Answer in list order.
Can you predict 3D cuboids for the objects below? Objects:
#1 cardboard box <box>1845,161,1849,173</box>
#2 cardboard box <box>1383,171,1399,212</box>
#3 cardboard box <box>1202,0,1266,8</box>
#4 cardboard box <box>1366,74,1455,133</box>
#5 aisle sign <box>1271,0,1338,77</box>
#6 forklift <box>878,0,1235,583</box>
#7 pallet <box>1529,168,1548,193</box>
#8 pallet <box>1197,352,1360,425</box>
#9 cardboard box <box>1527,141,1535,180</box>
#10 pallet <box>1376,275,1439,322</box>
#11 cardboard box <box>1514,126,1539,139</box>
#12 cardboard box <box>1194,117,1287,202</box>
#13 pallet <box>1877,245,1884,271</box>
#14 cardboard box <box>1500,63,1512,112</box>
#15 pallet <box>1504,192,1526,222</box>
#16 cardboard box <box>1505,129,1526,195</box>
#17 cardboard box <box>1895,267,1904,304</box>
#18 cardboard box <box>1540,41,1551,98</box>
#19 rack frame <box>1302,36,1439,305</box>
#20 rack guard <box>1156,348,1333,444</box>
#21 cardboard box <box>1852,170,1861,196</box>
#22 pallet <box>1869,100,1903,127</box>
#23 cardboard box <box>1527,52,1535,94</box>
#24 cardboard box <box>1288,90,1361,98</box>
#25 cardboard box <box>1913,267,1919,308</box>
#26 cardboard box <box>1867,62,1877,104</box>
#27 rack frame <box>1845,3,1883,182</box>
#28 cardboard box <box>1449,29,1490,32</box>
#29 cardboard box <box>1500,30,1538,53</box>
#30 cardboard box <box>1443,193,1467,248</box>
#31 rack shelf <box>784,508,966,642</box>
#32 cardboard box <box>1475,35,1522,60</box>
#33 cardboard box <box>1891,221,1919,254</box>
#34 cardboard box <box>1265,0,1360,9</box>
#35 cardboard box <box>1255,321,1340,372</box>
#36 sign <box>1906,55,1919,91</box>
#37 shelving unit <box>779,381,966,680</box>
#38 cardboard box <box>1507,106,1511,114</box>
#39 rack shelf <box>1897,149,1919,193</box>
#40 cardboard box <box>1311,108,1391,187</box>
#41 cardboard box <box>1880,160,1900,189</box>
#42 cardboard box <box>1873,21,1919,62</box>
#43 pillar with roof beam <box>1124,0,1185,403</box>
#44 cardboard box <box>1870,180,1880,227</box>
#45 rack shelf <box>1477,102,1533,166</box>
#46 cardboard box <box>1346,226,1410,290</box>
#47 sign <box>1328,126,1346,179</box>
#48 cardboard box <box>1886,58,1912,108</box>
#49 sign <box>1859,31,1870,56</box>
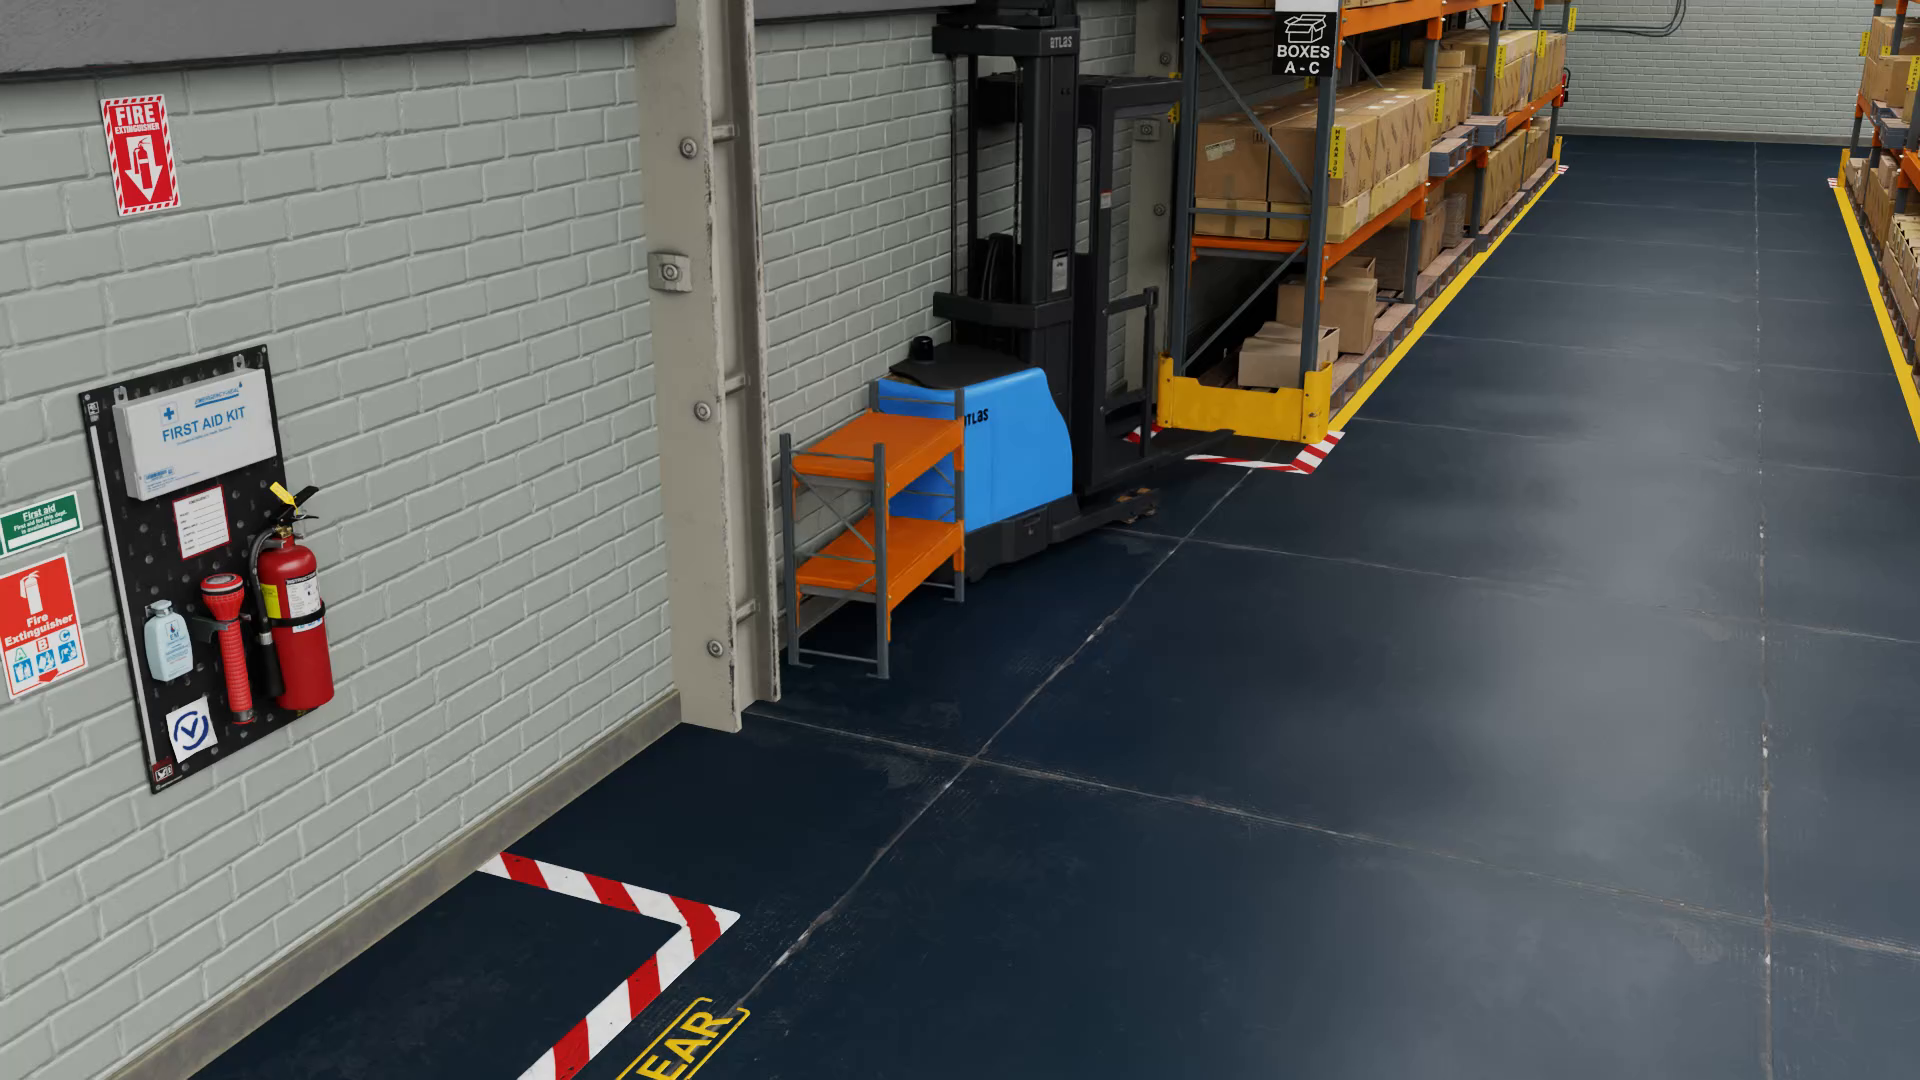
[{"bbox_3d":[12.524,-5.164,23.110,0.380,0.149,0.250,9,21,23],"label":"cardboard box"},{"bbox_3d":[3.048,-2.682,12.728,0.500,0.250,0.500,9,21,23],"label":"cardboard box"},{"bbox_3d":[1.876,-3.800,11.021,0.500,0.500,0.500,10,22,27],"label":"cardboard box"},{"bbox_3d":[4.290,-4.171,15.916,0.700,0.500,0.500,12,23,30],"label":"cardboard box"},{"bbox_3d":[2.180,-3.329,10.475,0.394,0.787,0.004,9,21,23],"label":"aisle sign"},{"bbox_3d":[0.540,-1.574,9.520,1.130,2.935,3.031,16,25,38],"label":"forklift"},{"bbox_3d":[7.731,-5.118,23.546,1.003,0.211,1.213,9,21,23],"label":"pallet"},{"bbox_3d":[2.332,-1.121,12.305,1.003,0.211,1.213,9,21,23],"label":"pallet"},{"bbox_3d":[7.458,-5.224,22.785,0.700,0.500,0.500,8,21,22],"label":"cardboard box"},{"bbox_3d":[3.891,-2.315,15.663,1.003,0.211,1.213,9,21,23],"label":"pallet"},{"bbox_3d":[7.770,-5.616,22.918,0.380,0.149,0.250,8,21,21],"label":"cardboard box"},{"bbox_3d":[1.935,-2.633,11.471,0.500,0.500,0.500,8,21,22],"label":"cardboard box"},{"bbox_3d":[10.073,-2.844,17.151,1.003,0.211,1.213,9,21,23],"label":"pallet"},{"bbox_3d":[5.867,-5.082,18.660,0.500,0.500,0.500,9,22,24],"label":"cardboard box"},{"bbox_3d":[6.603,-4.276,21.178,1.003,0.211,1.213,9,21,23],"label":"pallet"},{"bbox_3d":[6.702,-4.805,21.084,0.750,0.750,0.750,9,21,23],"label":"cardboard box"},{"bbox_3d":[8.627,-2.247,14.788,0.500,0.250,0.500,9,21,24],"label":"cardboard box"},{"bbox_3d":[7.391,-6.363,22.438,0.980,0.700,0.700,8,21,21],"label":"cardboard box"},{"bbox_3d":[3.574,-3.391,14.526,1.000,3.000,0.127,9,21,23],"label":"rack frame"},{"bbox_3d":[1.967,-1.013,11.572,1.175,0.500,0.348,9,21,23],"label":"rack guard"},{"bbox_3d":[11.652,-4.540,21.115,0.500,0.311,0.500,9,21,23],"label":"cardboard box"},{"bbox_3d":[10.944,-4.838,18.882,1.003,0.211,1.213,9,21,23],"label":"pallet"},{"bbox_3d":[6.891,-5.857,20.839,0.500,0.500,0.500,8,21,22],"label":"cardboard box"},{"bbox_3d":[2.976,-3.410,13.656,0.500,0.500,0.500,8,21,22],"label":"cardboard box"},{"bbox_3d":[7.999,-2.042,13.373,0.500,0.311,0.500,9,21,23],"label":"cardboard box"},{"bbox_3d":[11.965,-5.864,21.332,0.500,0.500,0.500,9,21,23],"label":"cardboard box"},{"bbox_3d":[13.009,-6.380,22.933,1.000,3.000,0.127,9,21,23],"label":"rack frame"},{"bbox_3d":[6.424,-6.281,20.912,0.500,0.250,0.500,9,22,24],"label":"cardboard box"},{"bbox_3d":[6.892,-6.208,20.707,0.500,0.250,0.500,9,22,24],"label":"cardboard box"},{"bbox_3d":[4.965,-3.416,17.670,0.700,0.500,0.500,9,21,23],"label":"cardboard box"},{"bbox_3d":[-0.393,0.152,8.092,0.538,0.278,1.000,7,21,19],"label":"rack shelf"},{"bbox_3d":[6.257,-5.741,19.394,0.500,0.250,0.500,8,21,22],"label":"cardboard box"},{"bbox_3d":[9.043,-2.820,15.561,0.500,0.311,0.500,8,21,21],"label":"cardboard box"},{"bbox_3d":[2.301,-3.706,10.756,0.500,0.500,0.500,9,22,24],"label":"cardboard box"},{"bbox_3d":[2.535,-1.482,12.515,0.500,0.311,0.500,11,22,27],"label":"cardboard box"},{"bbox_3d":[9.234,-4.515,16.077,0.100,0.325,0.005,9,21,23],"label":"sign"},{"bbox_3d":[-0.393,-0.078,8.010,0.538,1.125,1.048,7,21,19],"label":"shelving unit"},{"bbox_3d":[6.409,-5.203,19.966,0.380,0.149,0.250,8,21,21],"label":"cardboard box"},{"bbox_3d":[8.914,-2.984,14.458,1.077,0.370,4.000,9,21,23],"label":"rack shelf"},{"bbox_3d":[2.834,-2.871,12.141,0.500,0.500,0.500,8,21,21],"label":"cardboard box"},{"bbox_3d":[10.336,-3.967,18.101,0.500,0.250,0.500,8,21,22],"label":"cardboard box"},{"bbox_3d":[11.963,-6.331,21.151,0.500,0.500,0.500,8,21,22],"label":"cardboard box"},{"bbox_3d":[5.361,-4.736,9.357,9.100,9.000,0.400,9,21,23],"label":"pillar with roof beam"},{"bbox_3d":[10.530,-3.756,18.628,0.500,0.500,0.500,9,21,23],"label":"cardboard box"},{"bbox_3d":[6.031,-4.886,19.804,1.077,0.370,4.000,9,21,23],"label":"rack shelf"},{"bbox_3d":[3.860,-2.647,15.510,0.700,0.500,0.500,9,22,25],"label":"cardboard box"},{"bbox_3d":[2.431,-2.501,10.733,0.100,0.325,0.005,9,21,23],"label":"sign"},{"bbox_3d":[10.749,-5.069,18.471,0.700,0.500,0.500,12,23,31],"label":"cardboard box"},{"bbox_3d":[12.513,-6.863,22.997,0.100,0.325,0.005,9,21,23],"label":"sign"}]
